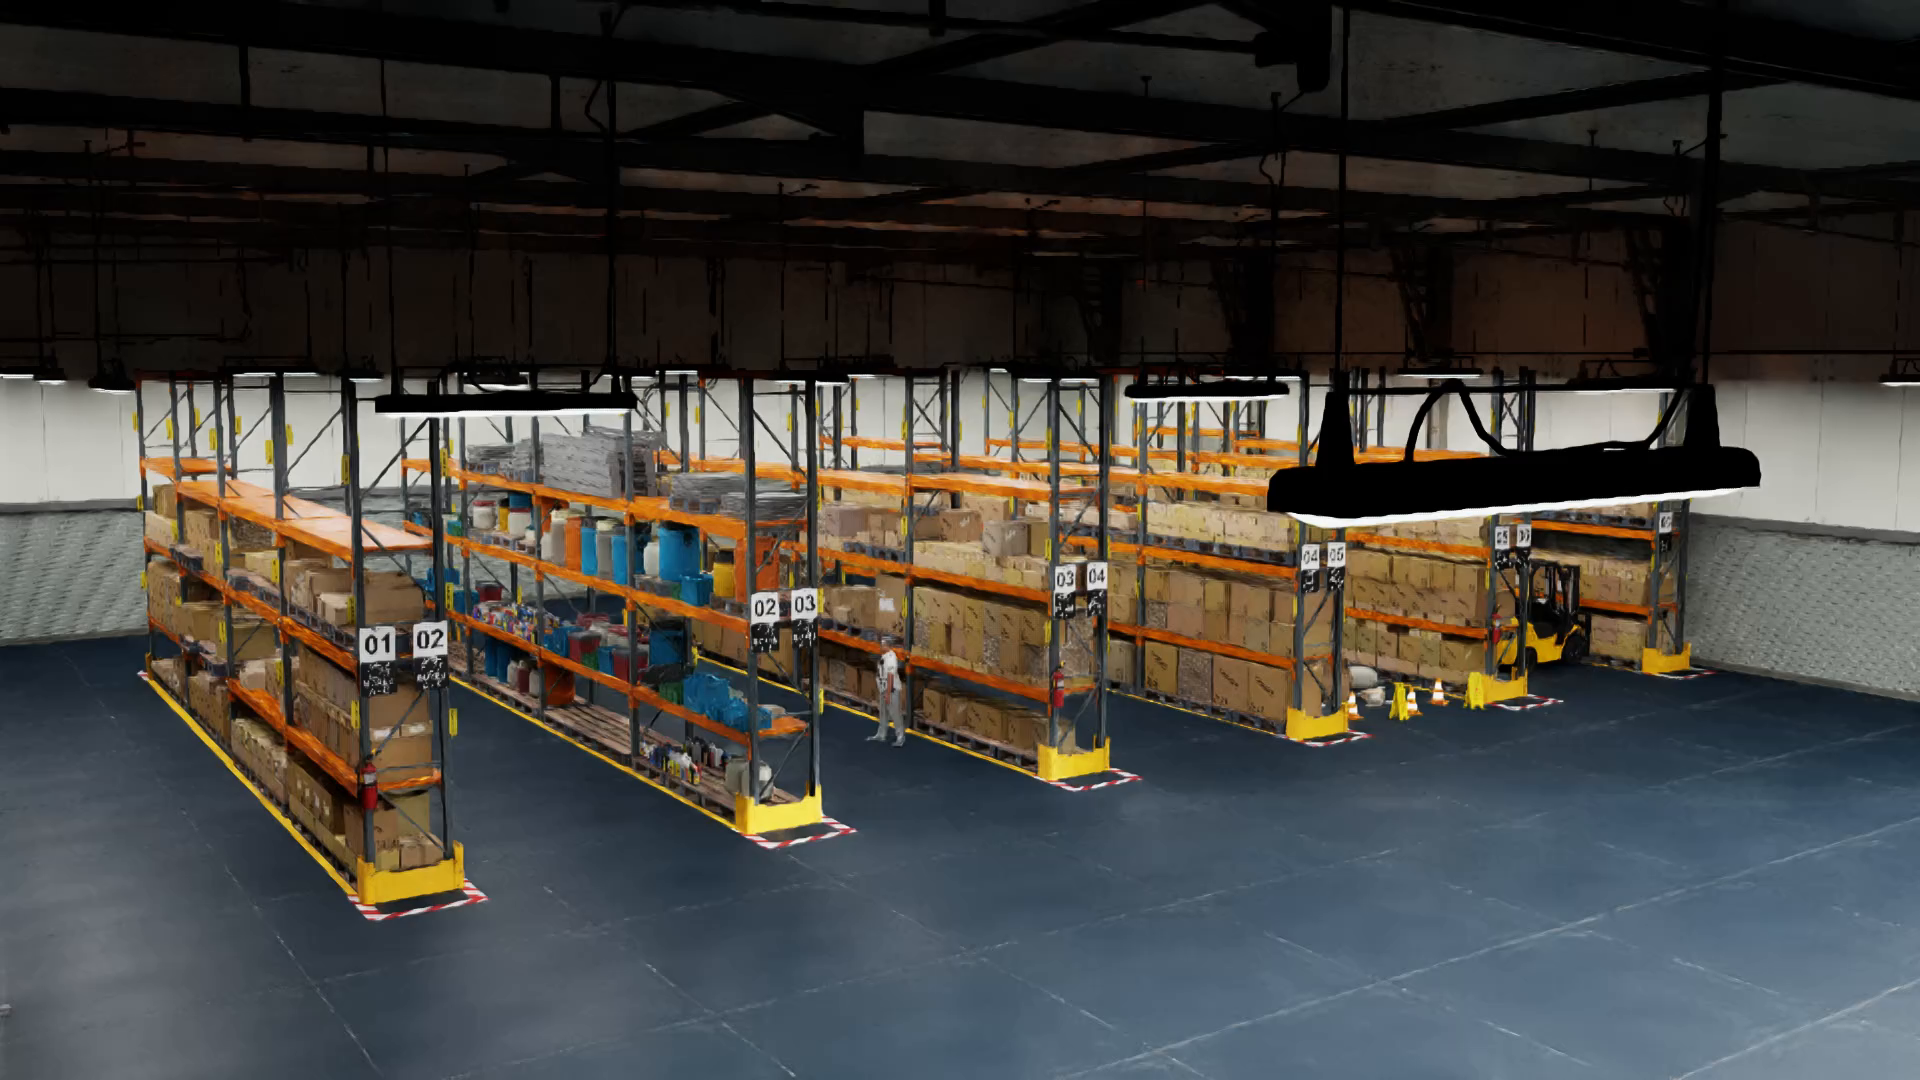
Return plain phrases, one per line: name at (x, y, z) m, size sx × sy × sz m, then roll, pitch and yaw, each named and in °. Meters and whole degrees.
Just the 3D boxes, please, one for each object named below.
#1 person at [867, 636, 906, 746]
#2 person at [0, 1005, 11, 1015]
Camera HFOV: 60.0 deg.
person at (-1.198, 2.418, 26.873) m, size 0.597 × 1.744 × 0.657 m, roll -2°, pitch 7°, yaw -15°
person at (-9.169, 3.678, 15.592) m, size 0.445 × 1.778 × 0.690 m, roll -5°, pitch 8°, yaw -38°
